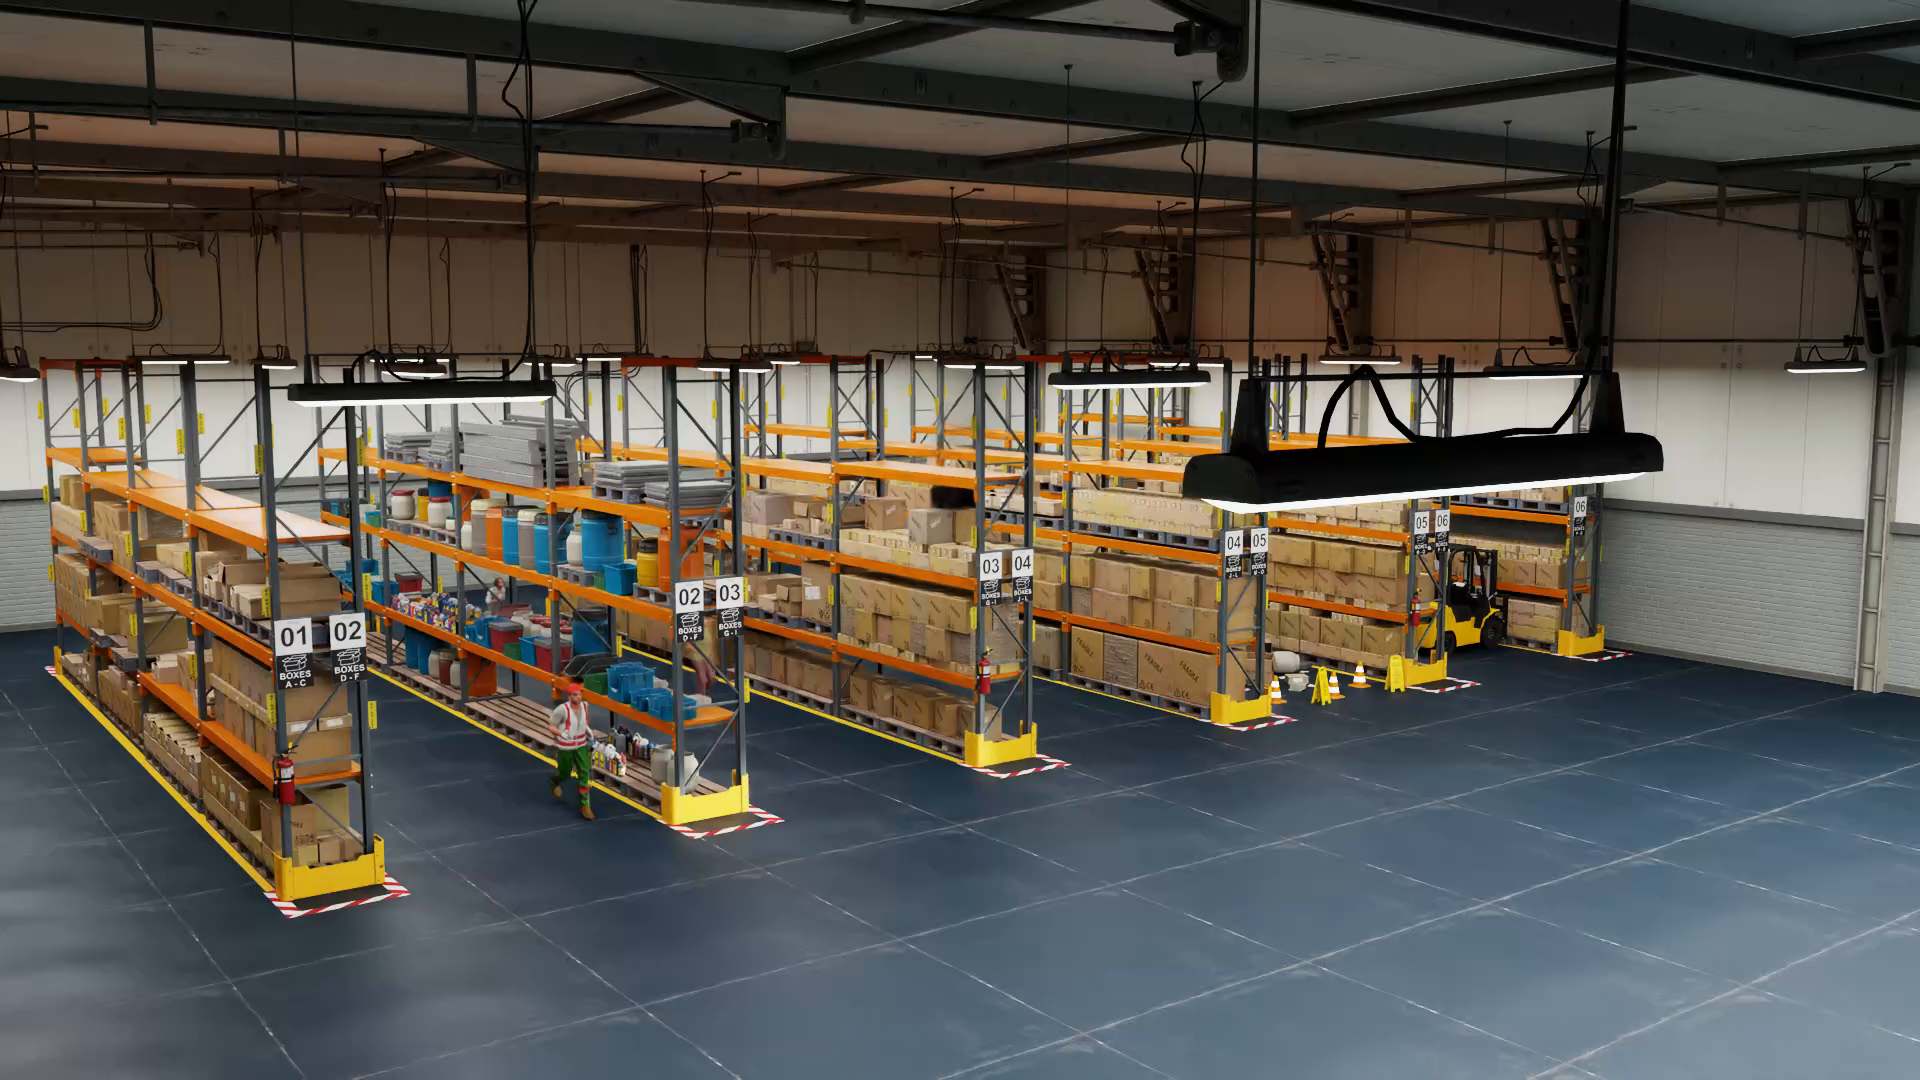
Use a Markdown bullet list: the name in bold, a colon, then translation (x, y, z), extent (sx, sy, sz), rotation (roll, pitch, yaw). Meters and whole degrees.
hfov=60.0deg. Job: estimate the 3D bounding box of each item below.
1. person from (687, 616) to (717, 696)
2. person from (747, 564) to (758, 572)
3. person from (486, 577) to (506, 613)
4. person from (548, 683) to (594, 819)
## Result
- **person**: translation (-4.463, 2.076, 28.762), extent (0.563, 1.641, 0.567), rotation (6, 9, 43)
- **person**: translation (-4.477, 1.288, 35.206), extent (0.599, 1.608, 0.829), rotation (-6, 9, -42)
- **person**: translation (-9.436, 1.507, 33.739), extent (0.528, 1.580, 0.860), rotation (-6, 9, -41)
- **person**: translation (-5.204, 2.773, 22.282), extent (0.667, 1.764, 1.131), rotation (-5, 9, -38)
